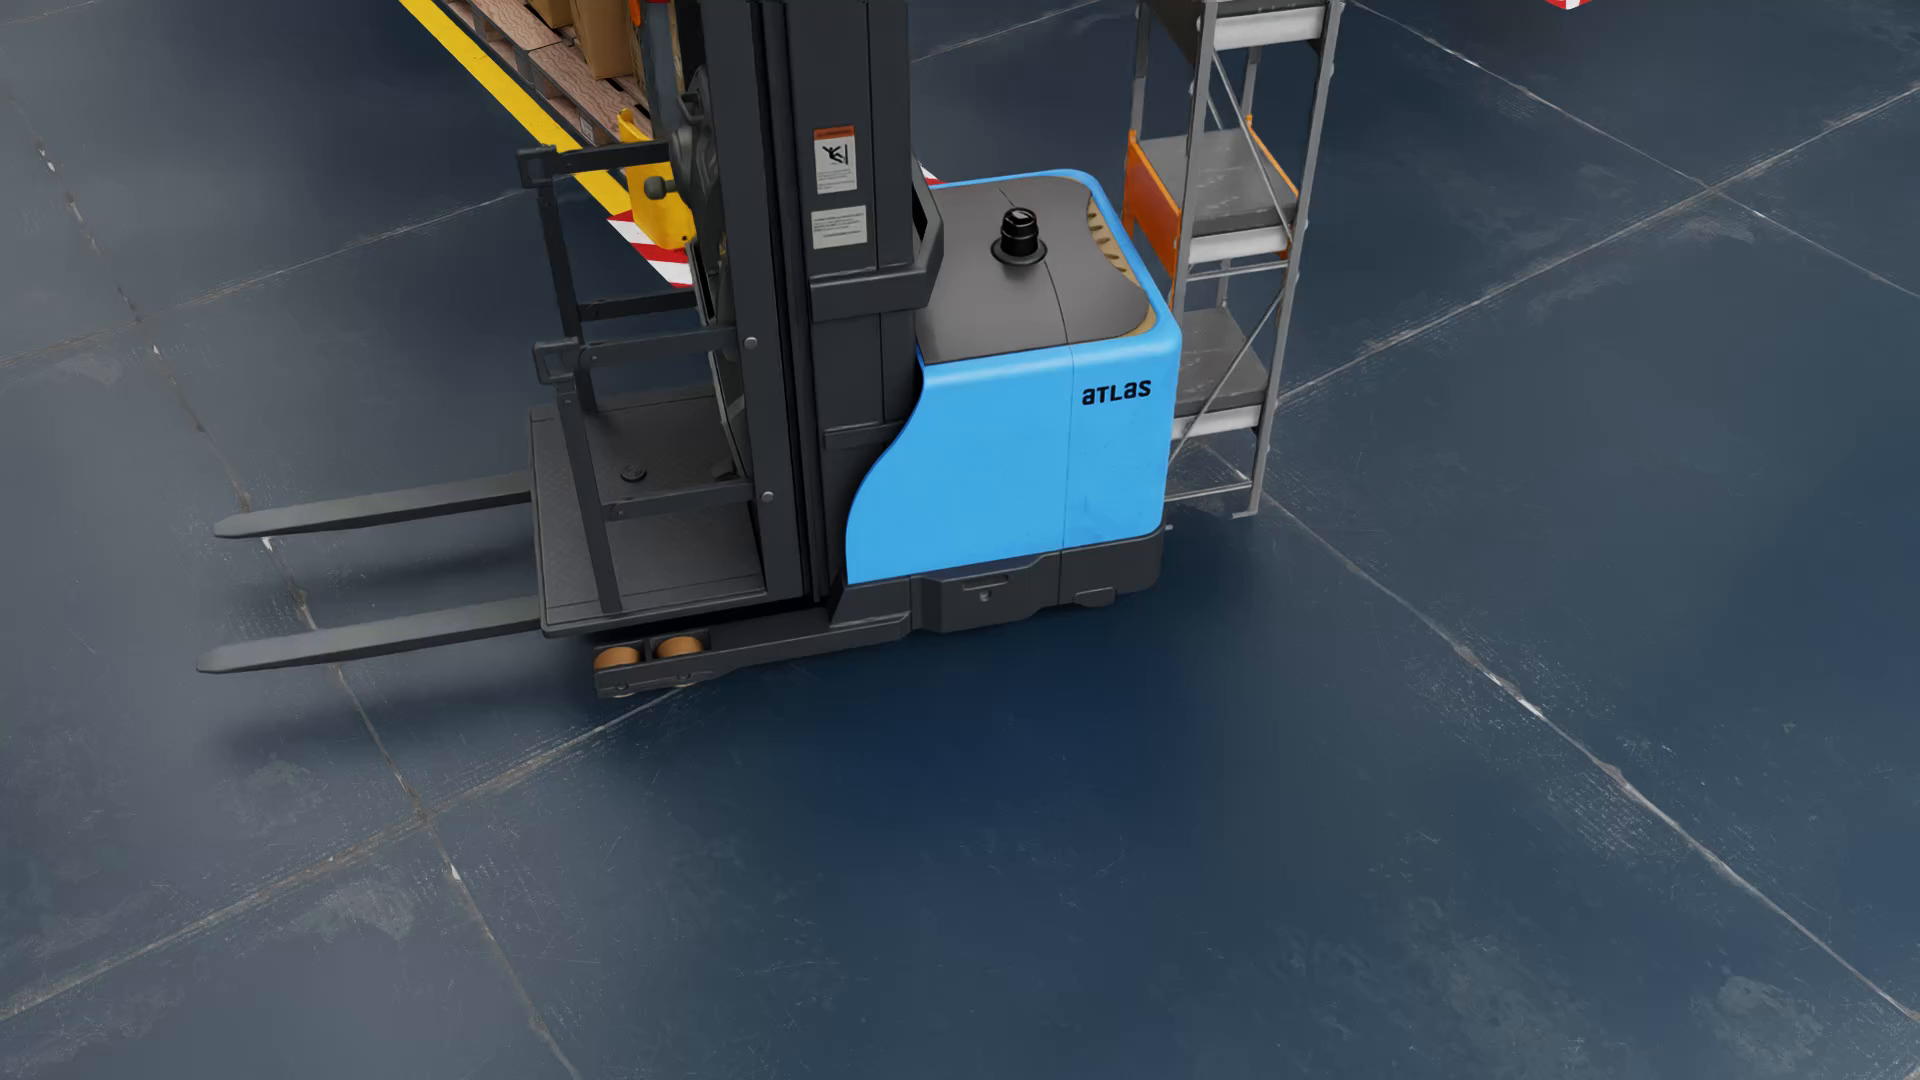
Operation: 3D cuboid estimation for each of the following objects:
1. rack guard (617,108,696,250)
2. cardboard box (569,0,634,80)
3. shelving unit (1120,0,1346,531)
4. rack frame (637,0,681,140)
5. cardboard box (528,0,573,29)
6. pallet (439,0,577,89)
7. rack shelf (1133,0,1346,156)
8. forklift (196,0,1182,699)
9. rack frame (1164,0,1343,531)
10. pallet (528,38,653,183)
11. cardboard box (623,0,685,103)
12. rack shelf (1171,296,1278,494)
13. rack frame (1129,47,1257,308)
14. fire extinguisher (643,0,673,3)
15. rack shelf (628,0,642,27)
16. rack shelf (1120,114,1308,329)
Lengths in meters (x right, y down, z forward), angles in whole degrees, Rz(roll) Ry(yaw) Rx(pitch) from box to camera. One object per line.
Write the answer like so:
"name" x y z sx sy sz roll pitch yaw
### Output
"rack guard" -0.863 -1.719 7.189 1.175 0.500 0.348 -26 49 -24
"cardboard box" -1.533 -2.514 7.717 0.500 0.500 0.500 -14 45 -14
"shelving unit" 0.788 -0.983 5.259 0.431 2.100 0.503 -10 45 -10
"rack frame" -0.820 -2.581 6.281 1.000 3.000 0.127 -26 49 -24
"cardboard box" -1.876 -2.876 8.096 0.500 0.500 0.500 -21 48 -21
"pallet" -1.993 -2.779 8.509 1.003 0.211 1.213 -26 49 -24
"rack shelf" 0.788 -1.480 4.786 0.431 0.518 0.480 -10 45 -10
"forklift" -0.906 -0.968 4.641 3.031 2.935 1.130 -9 44 -10
"rack frame" 0.848 -0.820 5.088 0.400 2.100 0.015 -10 45 -10
"pallet" -1.299 -2.089 7.785 1.003 0.211 1.213 -26 49 -24
"cardboard box" -1.163 -2.189 7.376 0.500 0.500 0.500 -17 46 -17
"rack shelf" 0.788 -0.467 5.752 0.431 0.518 0.480 -10 45 -10
"rack frame" 0.728 -1.147 5.431 0.400 2.100 0.015 -10 45 -10
"fire extinguisher" -1.132 -2.306 6.049 0.296 0.674 0.183 -26 49 -24
"rack shelf" -1.964 -3.453 7.716 1.077 0.370 4.000 -26 49 -24
"rack shelf" 0.788 -0.974 5.269 0.431 0.518 0.480 -10 45 -10
